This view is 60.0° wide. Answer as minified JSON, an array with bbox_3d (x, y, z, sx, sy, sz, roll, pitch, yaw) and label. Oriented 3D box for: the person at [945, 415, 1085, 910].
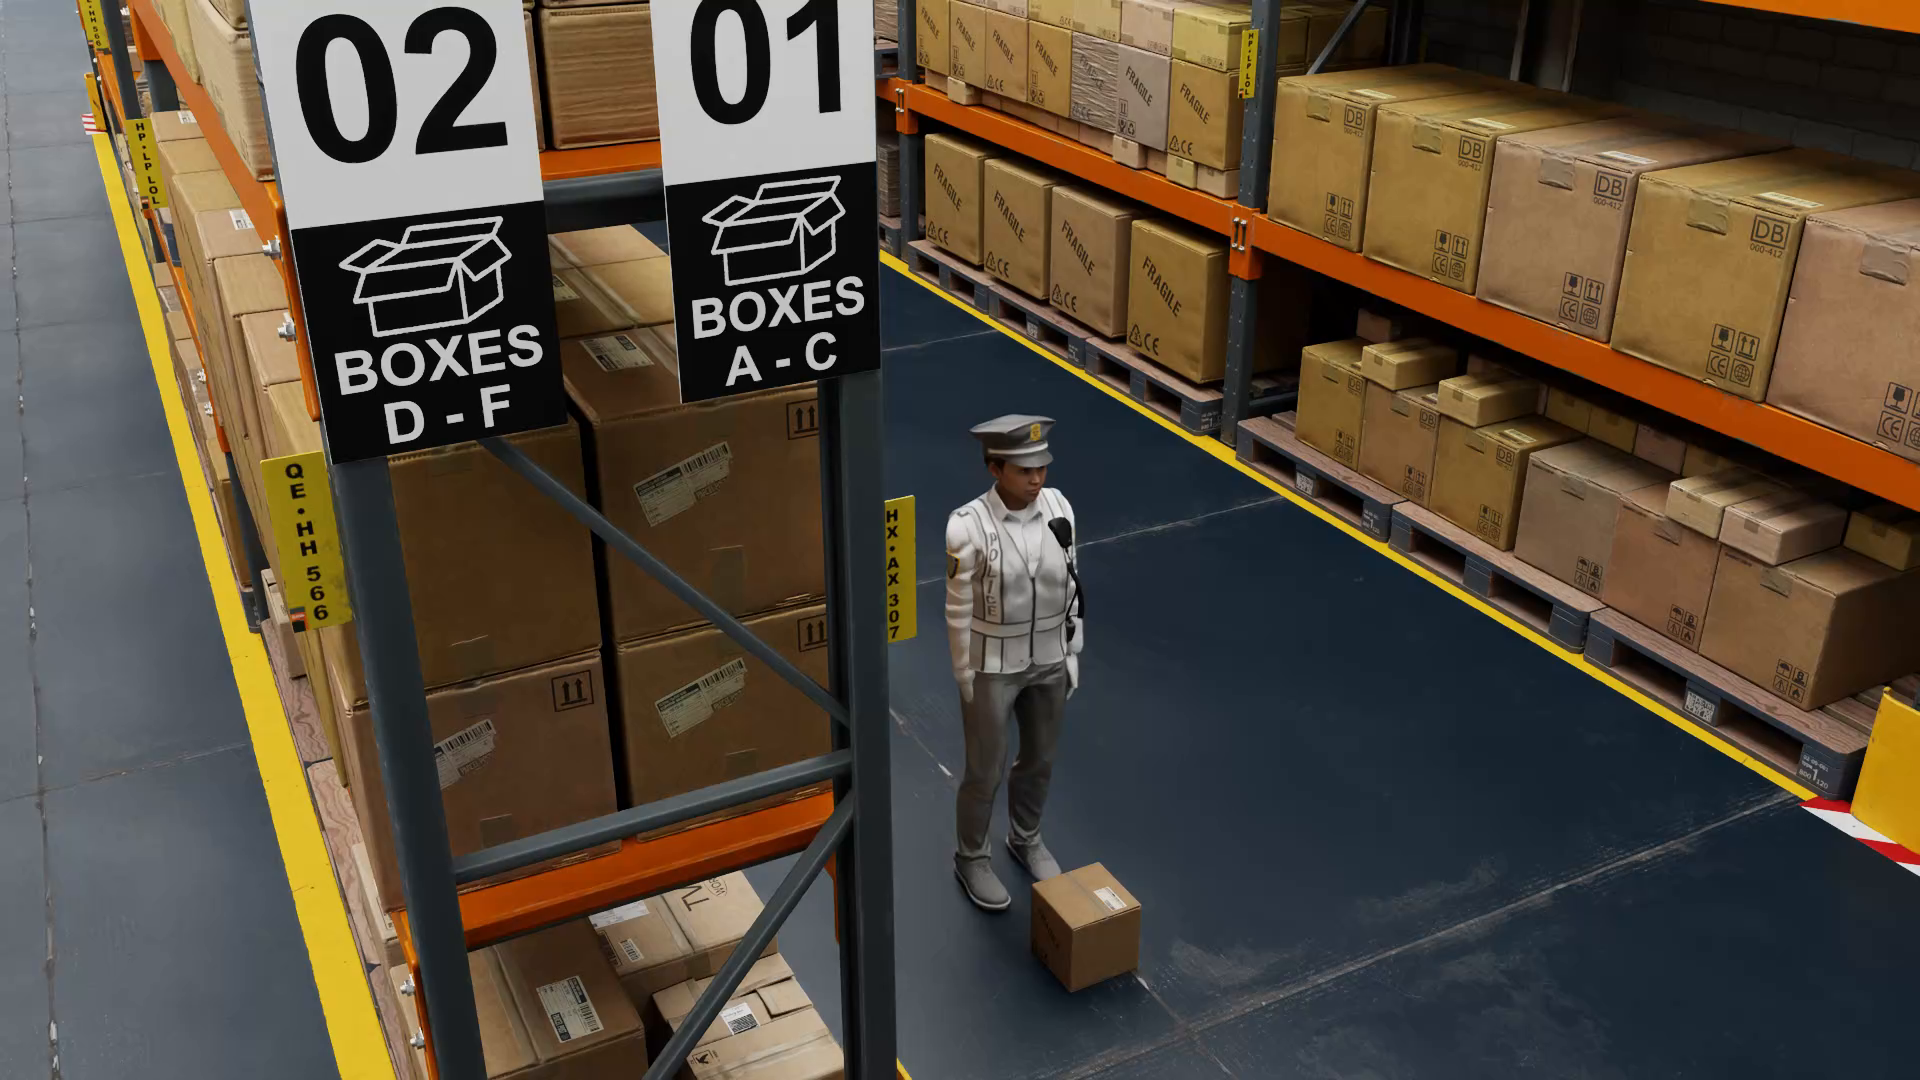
[{"bbox_3d":[0.184,0.397,5.289,0.466,1.694,0.341,-12,28,-23],"label":"person"}]
